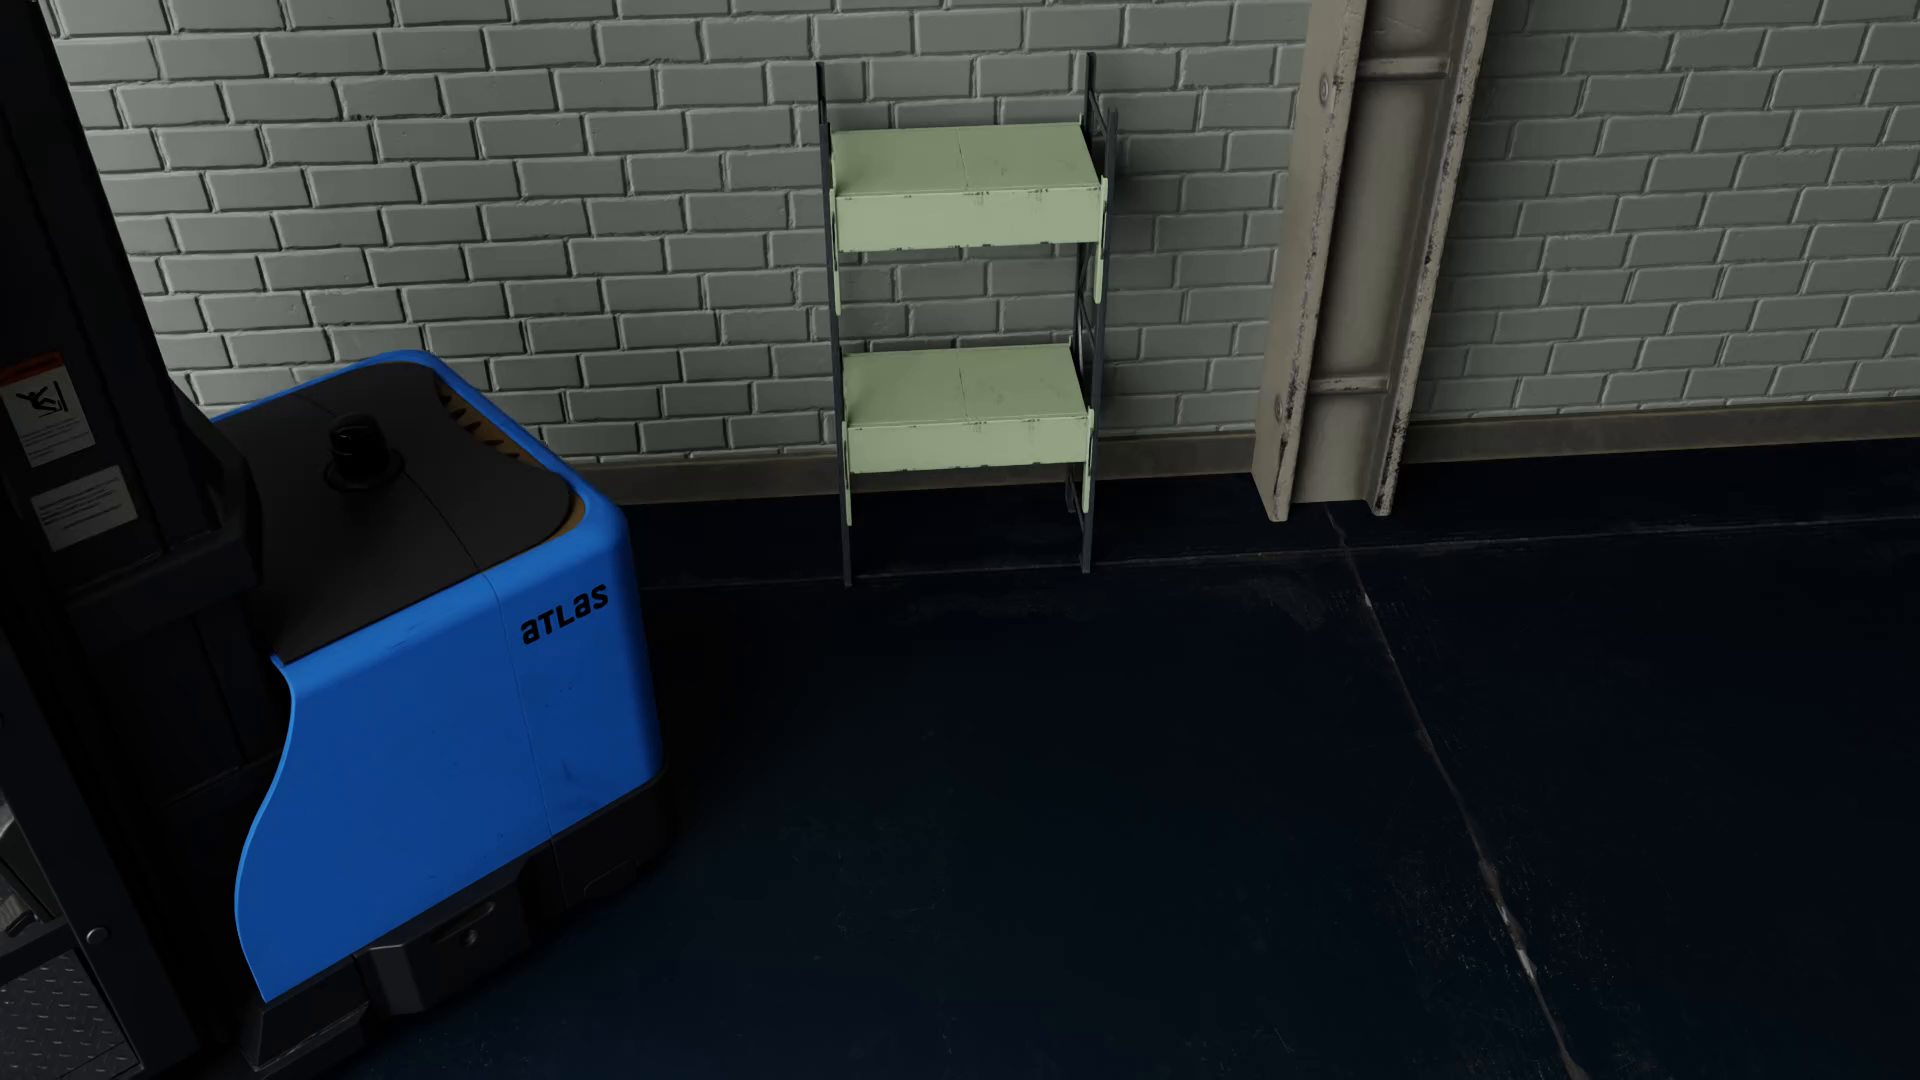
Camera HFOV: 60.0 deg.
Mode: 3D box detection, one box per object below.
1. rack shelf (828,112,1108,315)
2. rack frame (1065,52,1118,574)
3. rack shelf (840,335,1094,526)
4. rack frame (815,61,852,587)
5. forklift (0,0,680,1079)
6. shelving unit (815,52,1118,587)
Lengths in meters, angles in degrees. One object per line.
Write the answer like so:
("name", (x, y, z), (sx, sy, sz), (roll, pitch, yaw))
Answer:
("rack shelf", (0.007, -0.896, 4.544), (0.720, 0.370, 0.431), (-3, 38, -4))
("rack frame", (0.371, -0.609, 4.811), (0.023, 1.500, 0.400), (-3, 38, -4))
("rack shelf", (0.007, -0.333, 4.988), (0.720, 0.370, 0.431), (-3, 38, -4))
("rack frame", (-0.358, -0.569, 4.760), (0.023, 1.500, 0.400), (-3, 38, -4))
("forklift", (-2.143, 0.023, 2.855), (3.031, 2.935, 1.130), (-29, 47, -32))
("shelving unit", (0.007, -0.589, 4.786), (0.755, 1.500, 0.431), (-3, 38, -4))
